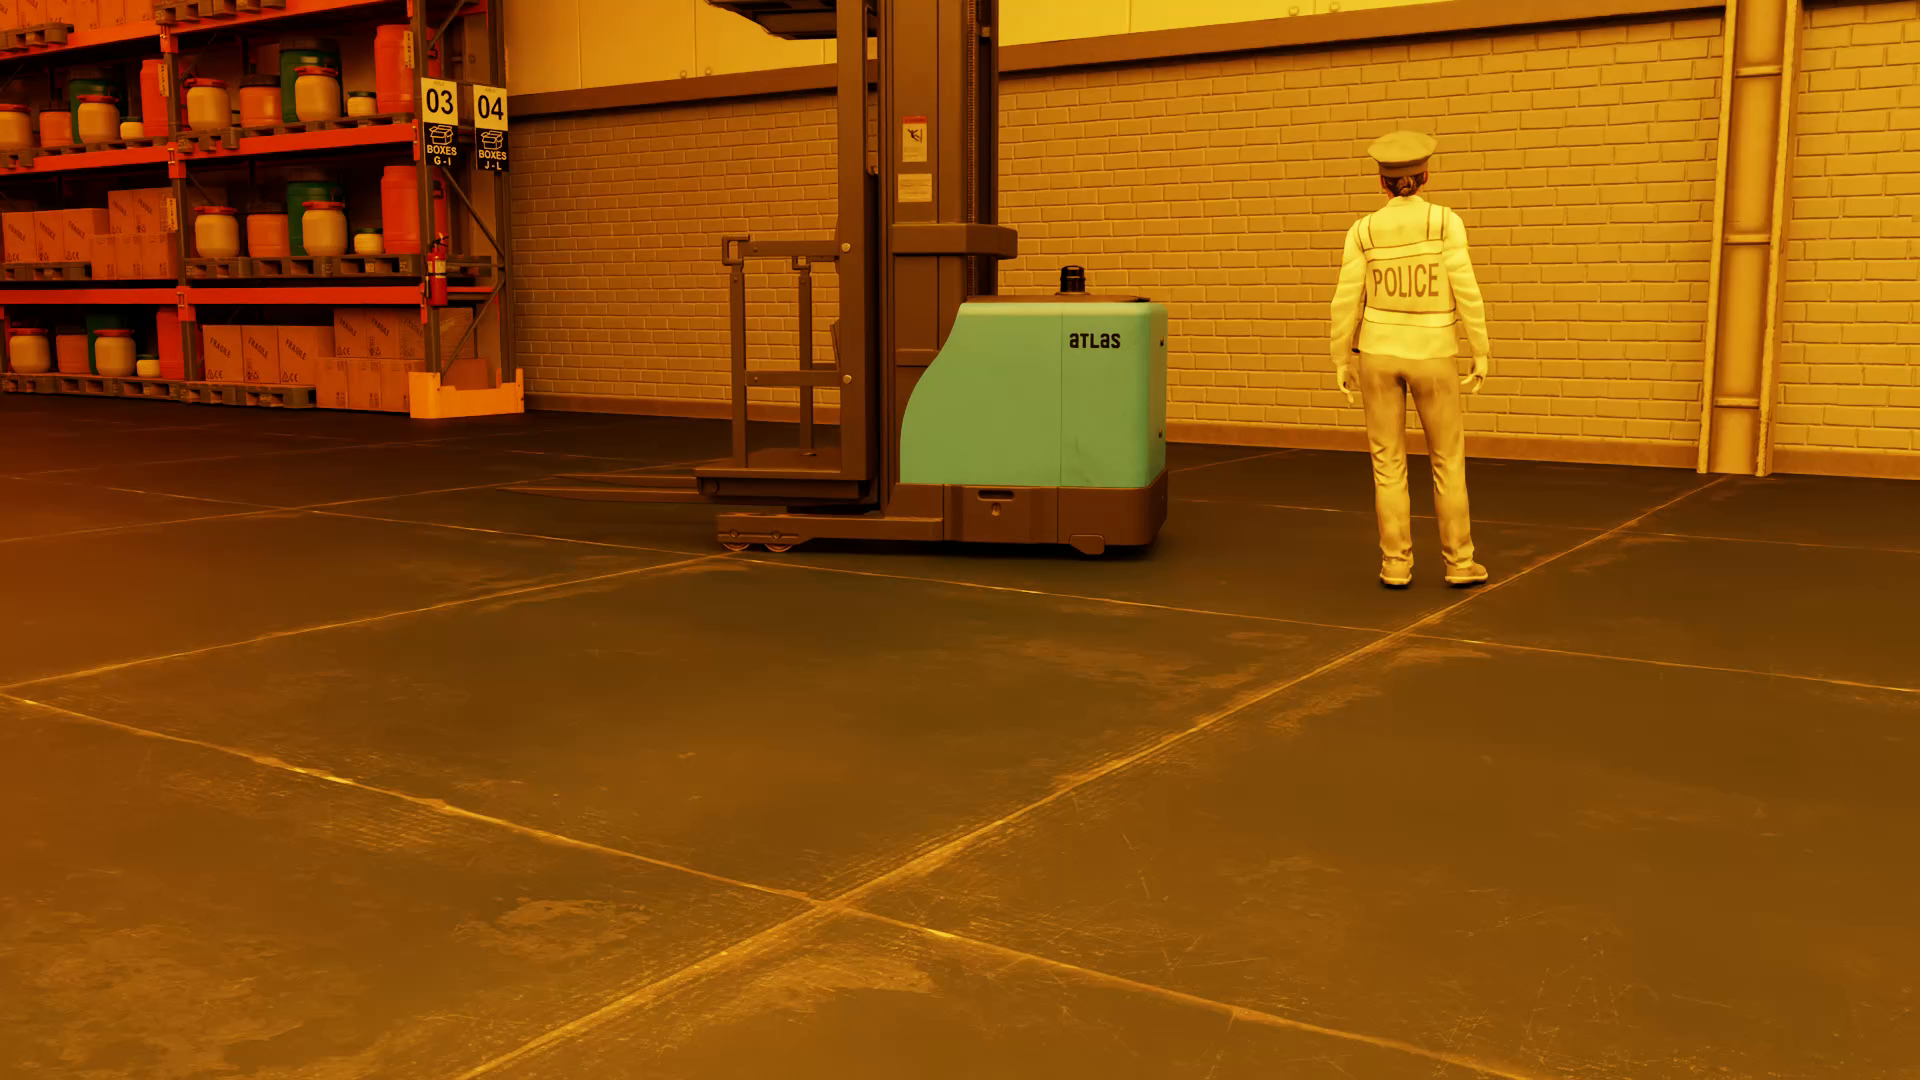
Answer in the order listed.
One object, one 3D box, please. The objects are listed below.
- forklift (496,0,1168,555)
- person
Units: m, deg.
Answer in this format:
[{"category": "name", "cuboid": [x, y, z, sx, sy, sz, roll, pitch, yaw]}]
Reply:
[{"category": "forklift", "cuboid": [-0.596, -1.469, 7.520, 3.031, 2.935, 1.130, 2, 8, 12]}, {"category": "person", "cuboid": [1.701, -0.673, 6.268, 0.588, 1.693, 0.530, 3, 9, 23]}]
